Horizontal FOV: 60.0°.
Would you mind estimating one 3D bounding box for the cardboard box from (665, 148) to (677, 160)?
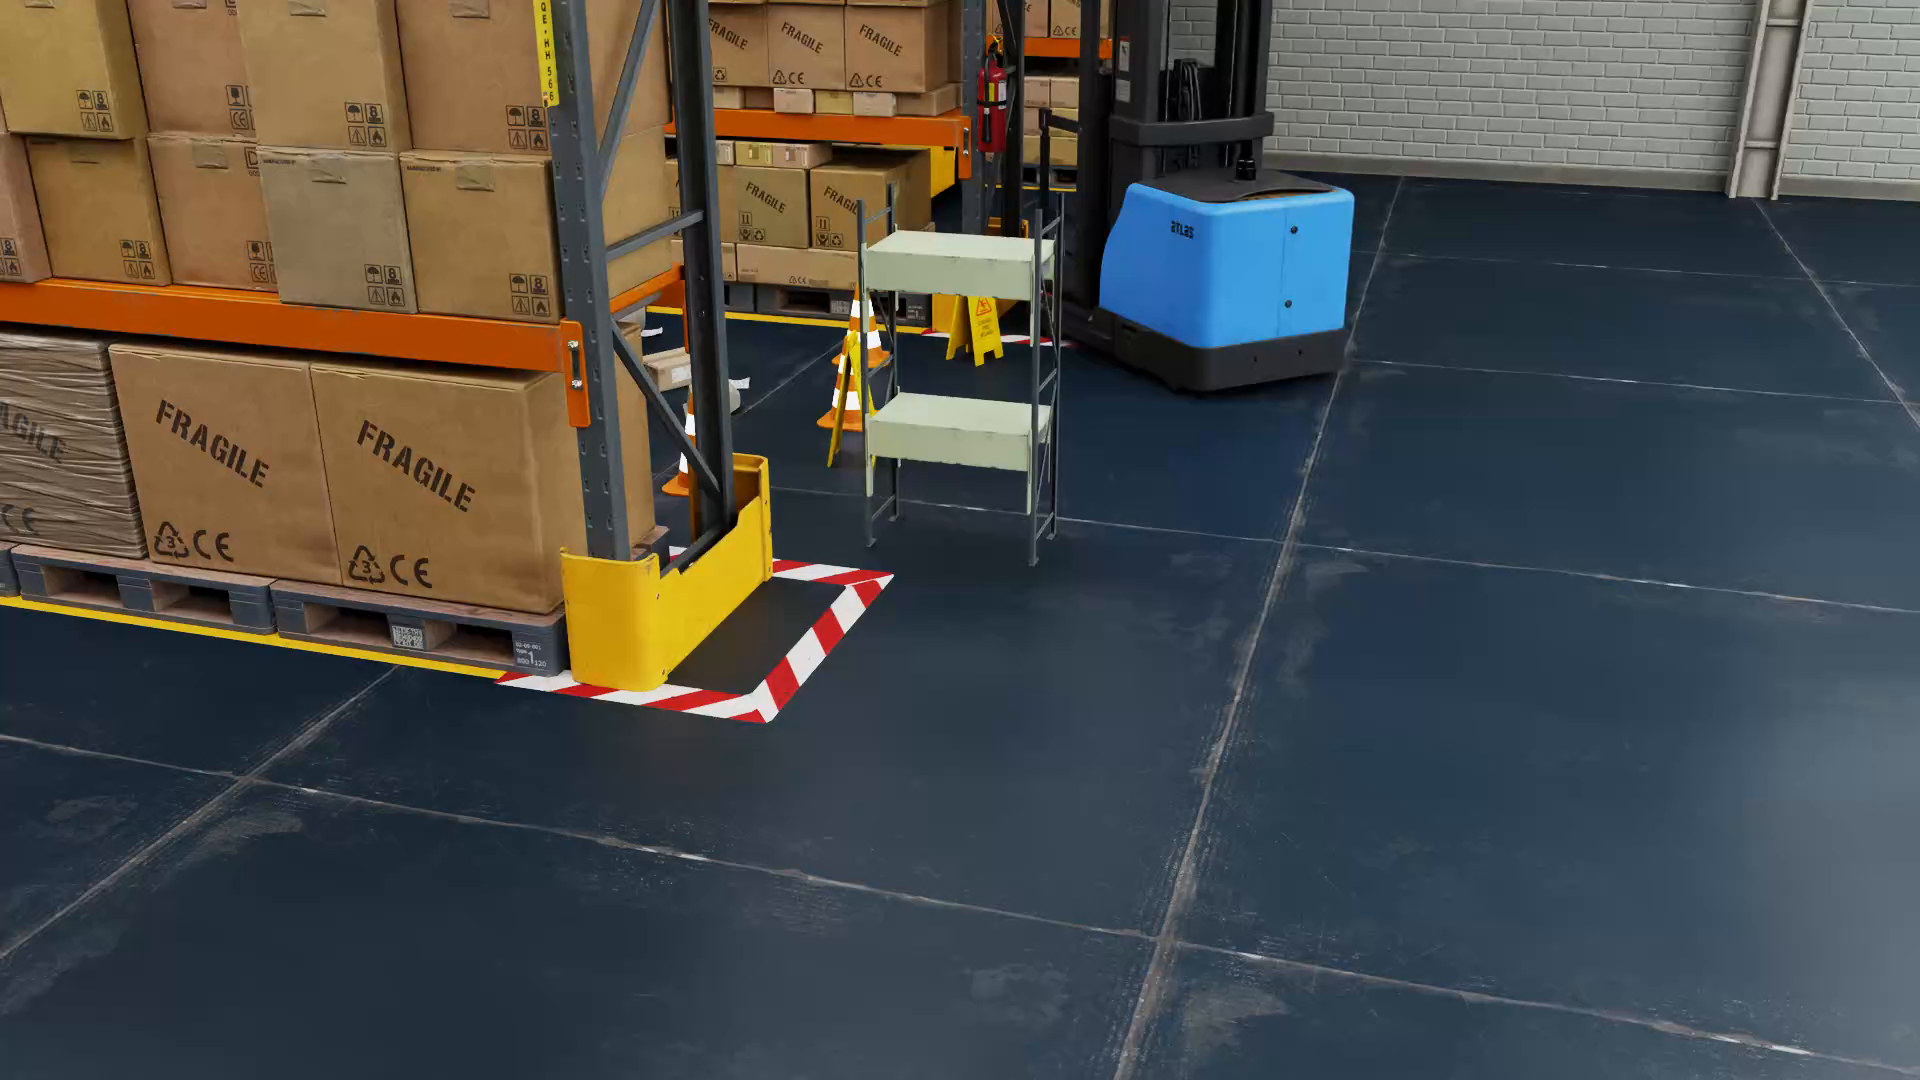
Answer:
[{"bbox_3d":[-2.116,-2.314,11.041,0.500,0.500,0.500,8,24,18],"label":"cardboard box"}]

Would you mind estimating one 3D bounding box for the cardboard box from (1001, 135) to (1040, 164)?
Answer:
[{"bbox_3d":[0.630,-3.602,15.168,0.500,0.250,0.500,7,23,15],"label":"cardboard box"}]

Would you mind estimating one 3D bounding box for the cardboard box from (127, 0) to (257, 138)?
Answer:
[{"bbox_3d":[-2.513,-1.833,6.165,0.550,0.550,0.875,7,23,16],"label":"cardboard box"}]

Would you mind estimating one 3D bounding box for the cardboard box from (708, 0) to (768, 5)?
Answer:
[{"bbox_3d":[-1.338,-3.581,10.206,0.500,0.500,0.700,6,23,15],"label":"cardboard box"}]

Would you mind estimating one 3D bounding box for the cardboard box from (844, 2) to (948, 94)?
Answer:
[{"bbox_3d":[-0.385,-3.024,10.167,0.500,0.500,0.500,6,23,15],"label":"cardboard box"}]

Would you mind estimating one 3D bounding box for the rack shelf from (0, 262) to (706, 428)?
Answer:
[{"bbox_3d":[-3.033,-0.958,6.601,4.000,0.370,1.077,7,23,16],"label":"rack shelf"}]

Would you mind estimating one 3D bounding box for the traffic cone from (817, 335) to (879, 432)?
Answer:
[{"bbox_3d":[-0.565,-0.845,8.721,0.334,0.463,0.336,7,23,16],"label":"traffic cone"}]

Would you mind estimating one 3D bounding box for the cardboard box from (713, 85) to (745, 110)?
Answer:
[{"bbox_3d":[-1.450,-2.843,10.579,0.250,0.149,0.380,6,23,15],"label":"cardboard box"}]

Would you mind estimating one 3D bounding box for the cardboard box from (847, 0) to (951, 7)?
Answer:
[{"bbox_3d":[-0.338,-3.504,10.019,0.500,0.500,0.700,6,23,14],"label":"cardboard box"}]

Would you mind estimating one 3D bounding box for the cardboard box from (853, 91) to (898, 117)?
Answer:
[{"bbox_3d":[-0.480,-2.716,10.269,0.250,0.149,0.380,6,23,15],"label":"cardboard box"}]

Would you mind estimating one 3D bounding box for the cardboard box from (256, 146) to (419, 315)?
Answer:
[{"bbox_3d":[-2.020,-1.218,6.088,0.550,0.550,0.875,7,23,16],"label":"cardboard box"}]

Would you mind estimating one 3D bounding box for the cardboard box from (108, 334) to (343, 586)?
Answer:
[{"bbox_3d":[-2.630,-0.429,6.609,0.875,0.875,0.875,6,23,15],"label":"cardboard box"}]

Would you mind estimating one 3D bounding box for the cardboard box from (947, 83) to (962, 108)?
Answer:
[{"bbox_3d":[-0.051,-2.877,10.663,0.250,0.149,0.380,7,23,16],"label":"cardboard box"}]

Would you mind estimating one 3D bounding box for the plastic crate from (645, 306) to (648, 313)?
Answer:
[{"bbox_3d":[-2.349,-1.499,10.819,0.583,0.080,0.402,-1,22,-3],"label":"plastic crate"}]

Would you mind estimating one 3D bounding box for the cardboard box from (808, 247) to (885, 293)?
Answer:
[{"bbox_3d":[-0.660,-1.797,10.768,0.500,0.250,0.500,6,23,15],"label":"cardboard box"}]

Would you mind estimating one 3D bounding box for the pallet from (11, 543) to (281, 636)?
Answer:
[{"bbox_3d":[-3.071,0.025,6.931,1.213,0.211,1.003,7,23,15],"label":"pallet"}]

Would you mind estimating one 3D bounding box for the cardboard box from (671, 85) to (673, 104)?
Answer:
[{"bbox_3d":[-1.935,-2.891,10.697,0.250,0.149,0.380,6,23,15],"label":"cardboard box"}]

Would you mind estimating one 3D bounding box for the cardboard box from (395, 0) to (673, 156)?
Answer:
[{"bbox_3d":[-1.463,-1.695,5.830,0.550,0.550,0.875,7,23,16],"label":"cardboard box"}]

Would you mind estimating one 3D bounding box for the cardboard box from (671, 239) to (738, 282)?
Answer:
[{"bbox_3d":[-1.633,-1.909,11.042,0.500,0.250,0.500,6,23,14],"label":"cardboard box"}]

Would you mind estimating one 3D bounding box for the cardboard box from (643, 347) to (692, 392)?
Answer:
[{"bbox_3d":[-1.623,-0.972,9.443,0.380,0.149,0.250,-20,29,-39],"label":"cardboard box"}]

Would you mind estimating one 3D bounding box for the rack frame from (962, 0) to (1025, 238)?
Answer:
[{"bbox_3d":[0.215,-2.881,10.341,0.127,3.000,1.000,7,23,16],"label":"rack frame"}]

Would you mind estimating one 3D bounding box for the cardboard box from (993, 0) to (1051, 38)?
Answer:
[{"bbox_3d":[0.604,-4.750,14.766,0.500,0.500,0.500,7,23,17],"label":"cardboard box"}]

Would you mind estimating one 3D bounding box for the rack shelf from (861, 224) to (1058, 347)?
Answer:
[{"bbox_3d":[0.006,-1.054,6.836,0.720,0.370,0.431,7,23,16],"label":"rack shelf"}]

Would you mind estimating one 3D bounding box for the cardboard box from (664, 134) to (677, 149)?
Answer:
[{"bbox_3d":[-1.995,-2.511,11.520,0.500,0.500,0.500,8,24,18],"label":"cardboard box"}]

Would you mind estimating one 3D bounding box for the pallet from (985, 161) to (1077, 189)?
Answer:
[{"bbox_3d":[0.901,-3.464,15.435,1.213,0.211,1.003,7,23,16],"label":"pallet"}]

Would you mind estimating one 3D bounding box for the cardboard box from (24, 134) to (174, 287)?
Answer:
[{"bbox_3d":[-3.039,-1.368,6.454,0.500,0.550,0.875,7,23,16],"label":"cardboard box"}]

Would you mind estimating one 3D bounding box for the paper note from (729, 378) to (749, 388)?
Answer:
[{"bbox_3d":[-1.265,-0.888,9.394,0.142,0.019,0.148,-1,22,-3],"label":"paper note"}]

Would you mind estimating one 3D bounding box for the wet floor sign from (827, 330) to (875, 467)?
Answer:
[{"bbox_3d":[-0.519,-0.699,8.123,0.232,0.644,0.267,3,22,6],"label":"wet floor sign"}]

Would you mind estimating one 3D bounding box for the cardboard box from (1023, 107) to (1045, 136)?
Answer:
[{"bbox_3d":[0.611,-3.837,15.083,0.500,0.250,0.500,6,23,15],"label":"cardboard box"}]

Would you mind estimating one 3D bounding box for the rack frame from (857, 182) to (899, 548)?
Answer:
[{"bbox_3d":[-0.344,-0.733,7.081,0.023,1.500,0.400,7,23,16],"label":"rack frame"}]

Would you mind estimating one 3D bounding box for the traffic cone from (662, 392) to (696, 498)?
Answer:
[{"bbox_3d":[-1.217,-0.472,7.811,0.334,0.463,0.336,7,23,16],"label":"traffic cone"}]

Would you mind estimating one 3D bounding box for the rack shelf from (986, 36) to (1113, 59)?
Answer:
[{"bbox_3d":[-0.270,-4.571,15.410,4.000,0.370,1.077,7,23,16],"label":"rack shelf"}]

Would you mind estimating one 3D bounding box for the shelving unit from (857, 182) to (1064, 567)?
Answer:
[{"bbox_3d":[0.006,-0.693,6.984,0.755,1.500,0.431,7,23,16],"label":"shelving unit"}]

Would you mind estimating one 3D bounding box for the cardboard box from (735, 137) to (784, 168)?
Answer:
[{"bbox_3d":[-1.238,-2.488,10.610,0.250,0.149,0.380,7,23,16],"label":"cardboard box"}]

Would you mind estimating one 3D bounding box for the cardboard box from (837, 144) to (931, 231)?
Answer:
[{"bbox_3d":[-0.501,-2.342,11.108,0.500,0.500,0.500,6,23,14],"label":"cardboard box"}]

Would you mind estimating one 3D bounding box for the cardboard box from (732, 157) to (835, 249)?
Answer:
[{"bbox_3d":[-1.128,-2.199,10.761,0.500,0.500,0.500,7,23,17],"label":"cardboard box"}]

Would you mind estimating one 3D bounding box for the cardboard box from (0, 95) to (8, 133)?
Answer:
[{"bbox_3d":[-3.567,-1.899,6.326,0.550,0.550,0.875,7,23,16],"label":"cardboard box"}]

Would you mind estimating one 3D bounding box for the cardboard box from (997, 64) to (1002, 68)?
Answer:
[{"bbox_3d":[0.284,-4.303,15.561,0.500,0.250,0.500,6,23,15],"label":"cardboard box"}]

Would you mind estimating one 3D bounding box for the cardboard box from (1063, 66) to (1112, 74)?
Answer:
[{"bbox_3d":[1.239,-4.191,15.287,0.500,0.250,0.500,6,23,15],"label":"cardboard box"}]

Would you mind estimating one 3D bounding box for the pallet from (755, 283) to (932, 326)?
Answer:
[{"bbox_3d":[-0.626,-1.701,11.139,1.213,0.211,1.003,7,23,16],"label":"pallet"}]

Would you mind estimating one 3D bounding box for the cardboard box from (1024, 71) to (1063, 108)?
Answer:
[{"bbox_3d":[0.623,-4.061,14.969,0.500,0.250,0.500,7,23,16],"label":"cardboard box"}]

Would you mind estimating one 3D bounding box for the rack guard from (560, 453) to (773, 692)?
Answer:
[{"bbox_3d":[-1.096,0.088,6.398,0.348,0.500,1.175,7,23,16],"label":"rack guard"}]

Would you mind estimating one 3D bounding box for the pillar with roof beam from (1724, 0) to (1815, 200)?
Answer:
[{"bbox_3d":[5.739,-5.643,9.168,0.400,9.000,9.100,7,23,16],"label":"pillar with roof beam"}]

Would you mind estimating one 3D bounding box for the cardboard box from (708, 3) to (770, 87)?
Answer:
[{"bbox_3d":[-1.341,-3.137,10.442,0.500,0.500,0.500,6,23,15],"label":"cardboard box"}]

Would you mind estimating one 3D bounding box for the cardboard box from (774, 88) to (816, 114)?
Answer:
[{"bbox_3d":[-0.974,-2.769,10.399,0.250,0.149,0.380,7,23,16],"label":"cardboard box"}]

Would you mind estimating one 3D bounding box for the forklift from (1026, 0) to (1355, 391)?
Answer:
[{"bbox_3d":[1.077,-2.690,9.965,1.130,2.935,3.031,-11,25,-24],"label":"forklift"}]

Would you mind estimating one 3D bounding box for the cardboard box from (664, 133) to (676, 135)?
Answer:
[{"bbox_3d":[-2.687,-4.272,16.308,0.625,0.625,0.875,8,24,18],"label":"cardboard box"}]
